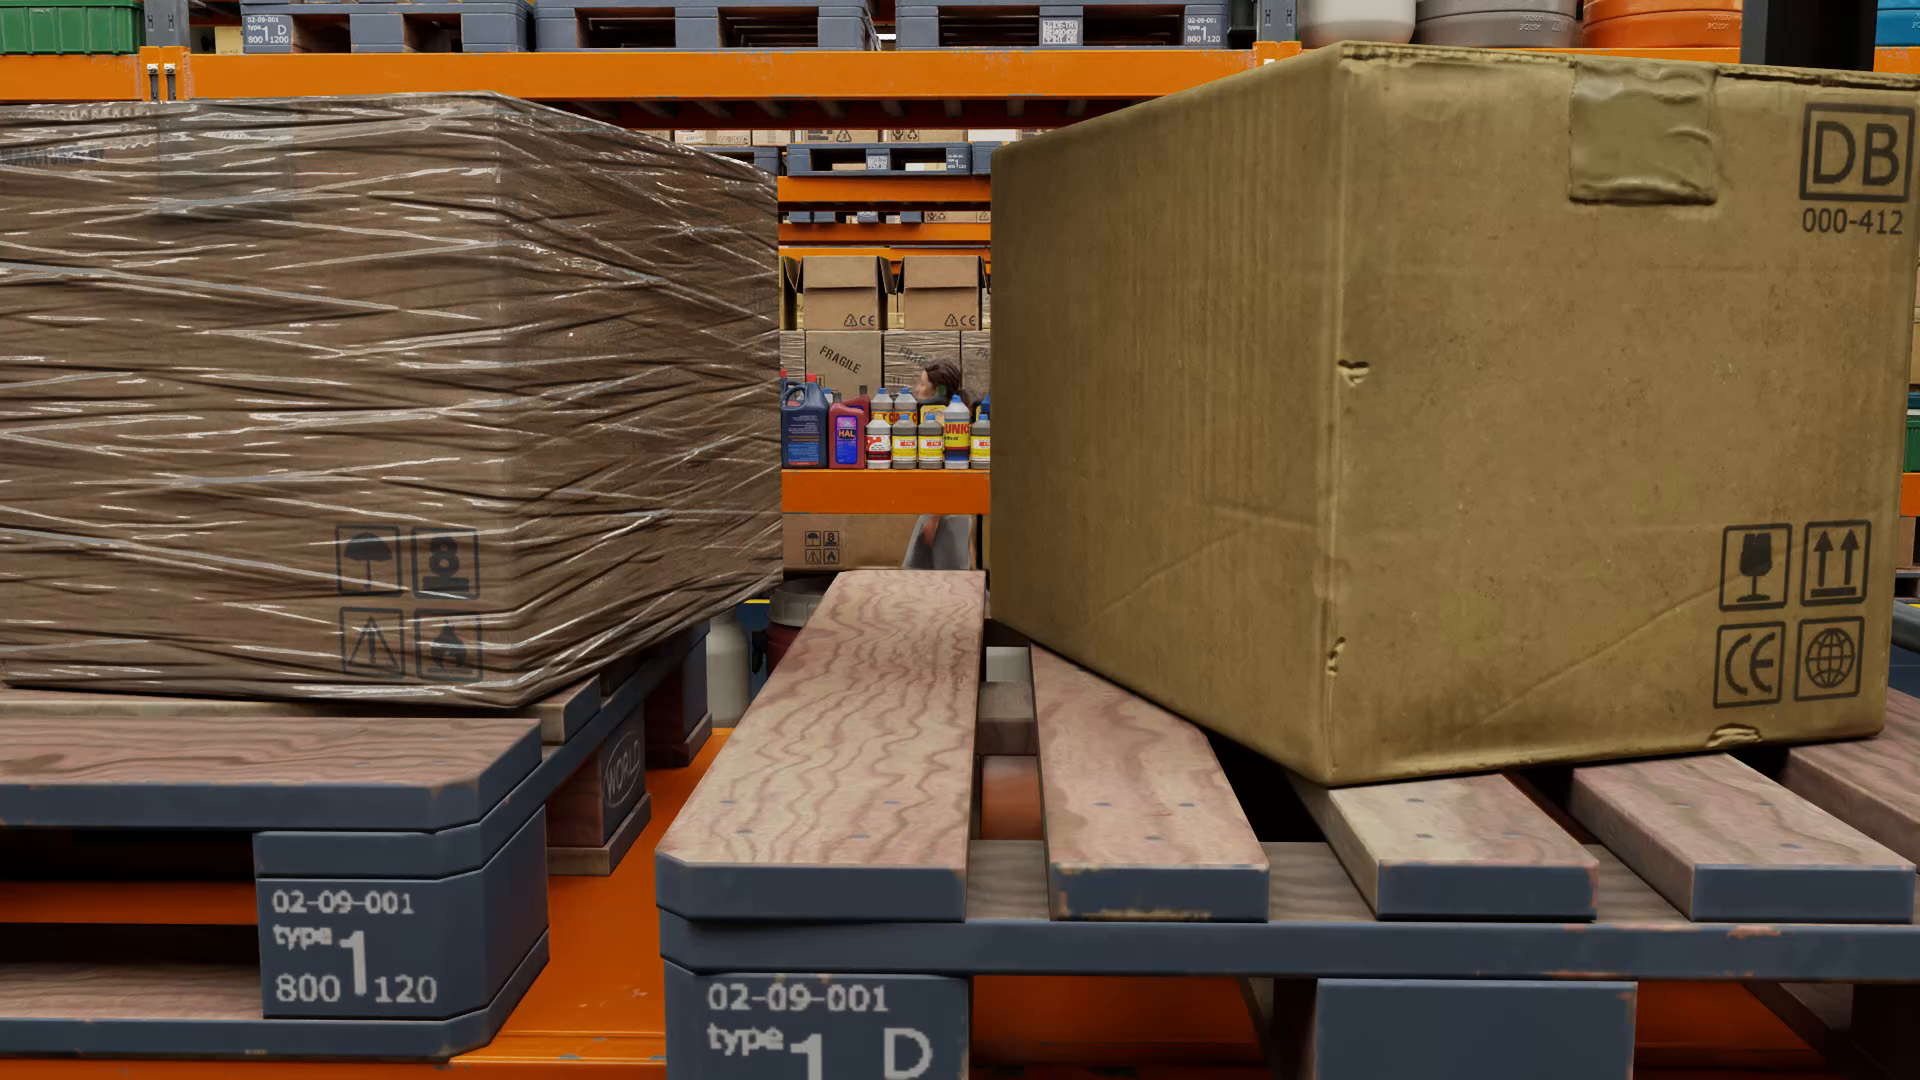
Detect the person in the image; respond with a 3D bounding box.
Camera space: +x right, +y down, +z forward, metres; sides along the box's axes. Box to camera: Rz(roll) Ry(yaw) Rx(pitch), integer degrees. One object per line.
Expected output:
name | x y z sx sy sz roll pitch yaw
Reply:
person | -0.027 -0.117 8.679 0.909 1.641 0.438 0 7 -4
